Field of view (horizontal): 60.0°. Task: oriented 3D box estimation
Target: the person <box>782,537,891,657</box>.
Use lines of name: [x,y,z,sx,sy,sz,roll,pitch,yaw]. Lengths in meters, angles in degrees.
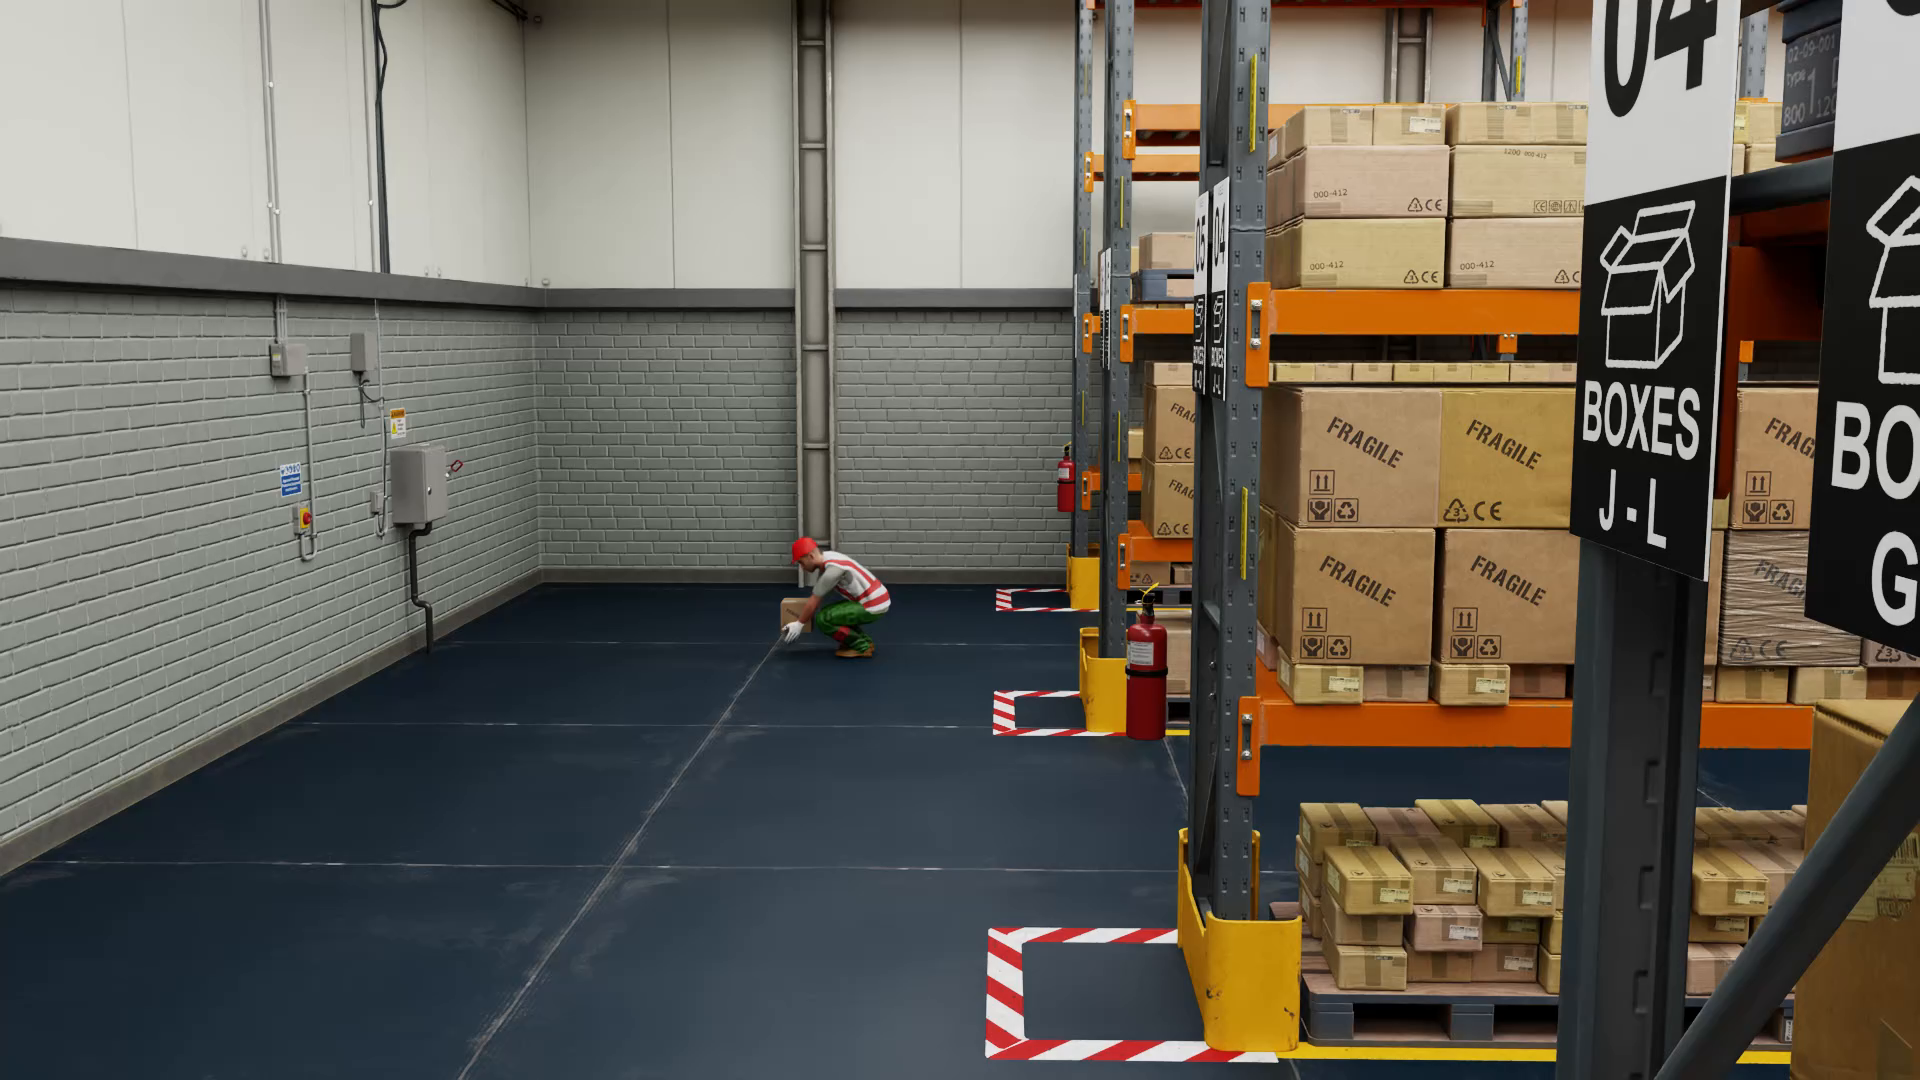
person: [-1.016,0.463,13.714,0.885,0.992,0.551,0,7,1]
